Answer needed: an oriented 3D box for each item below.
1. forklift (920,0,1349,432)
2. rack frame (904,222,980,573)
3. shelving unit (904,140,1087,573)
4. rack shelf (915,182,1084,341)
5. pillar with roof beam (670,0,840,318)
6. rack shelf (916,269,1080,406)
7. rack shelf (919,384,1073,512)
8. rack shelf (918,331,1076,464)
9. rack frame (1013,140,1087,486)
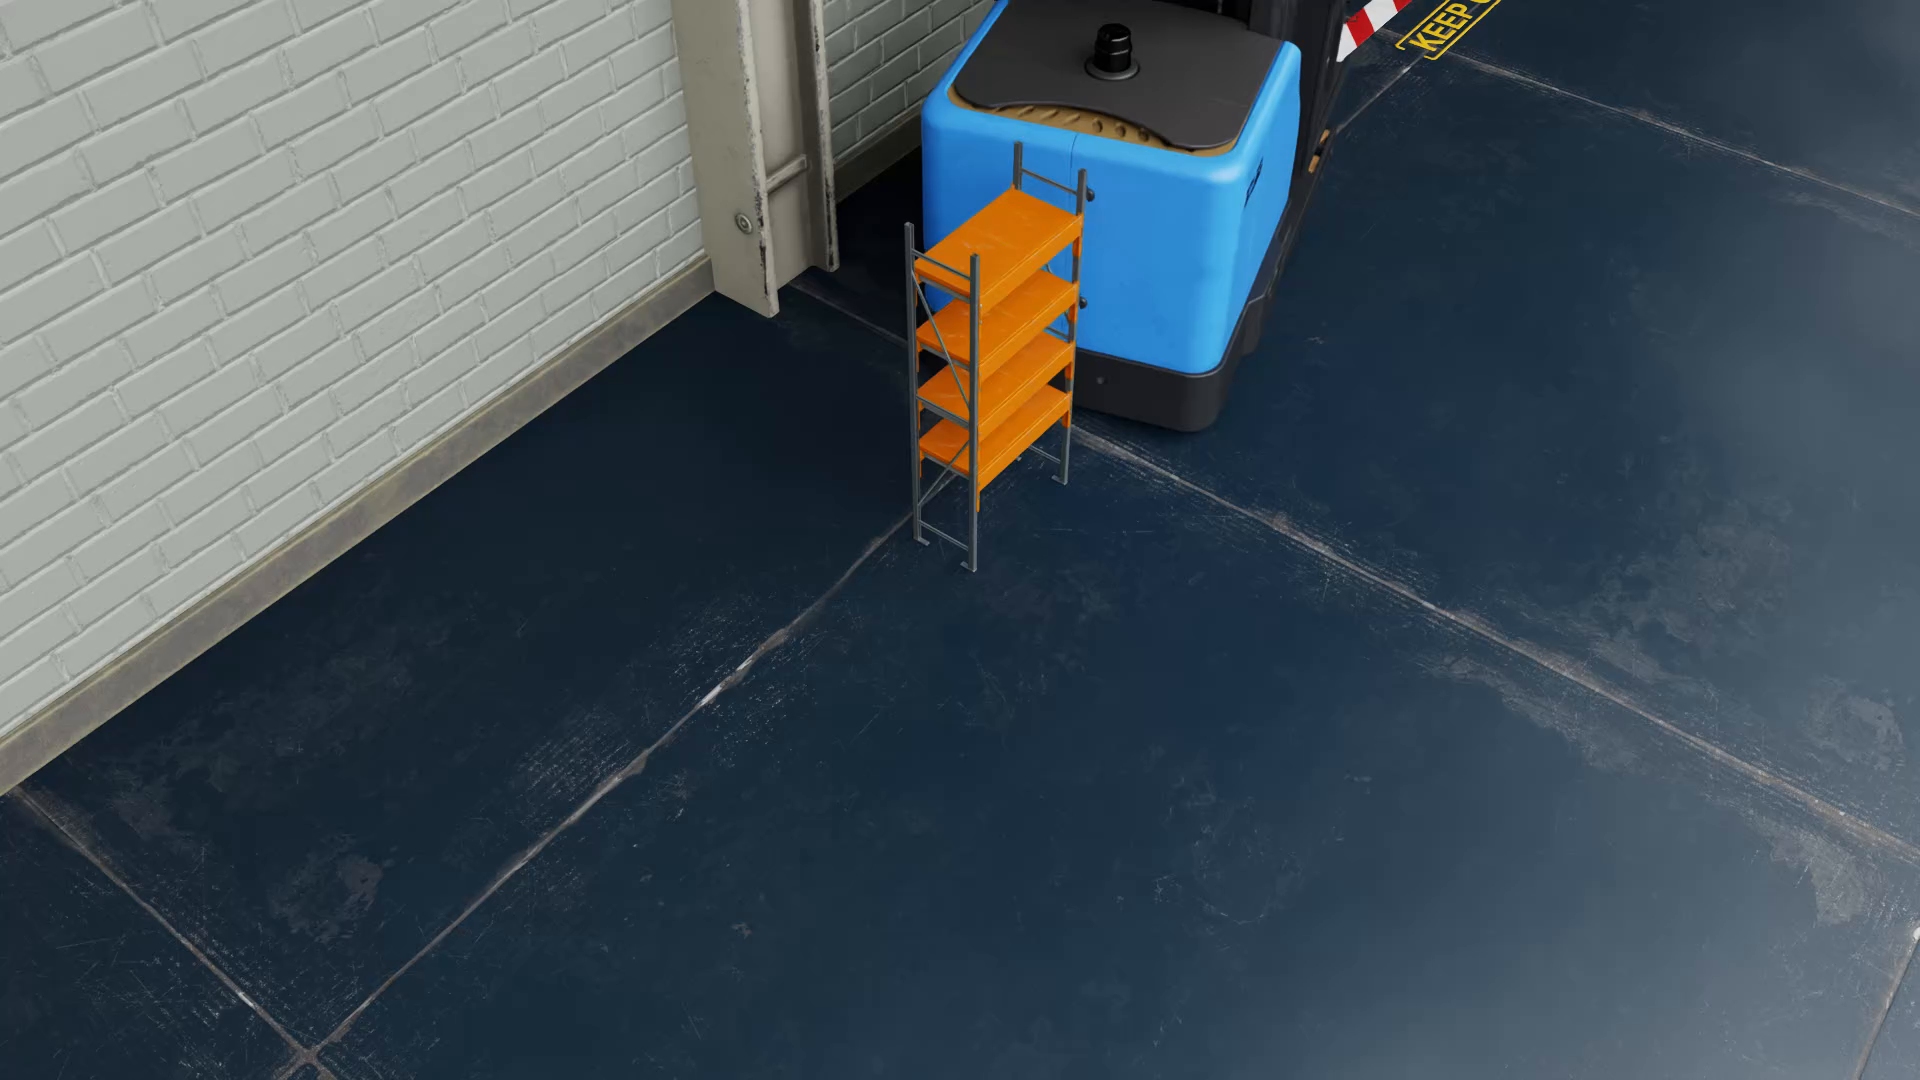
[{"bbox_3d":[0.859,-2.456,5.569,1.130,2.935,3.031,15,48,14],"label":"forklift"},{"bbox_3d":[-0.048,-0.370,4.773,0.240,1.200,0.015,29,53,25],"label":"rack frame"},{"bbox_3d":[0.101,-0.509,4.907,0.258,1.200,0.503,29,53,25],"label":"shelving unit"},{"bbox_3d":[0.101,-0.781,4.622,0.258,0.148,0.480,29,53,25],"label":"rack shelf"},{"bbox_3d":[2.718,-2.189,1.118,9.100,9.000,0.400,29,53,25],"label":"pillar with roof beam"},{"bbox_3d":[0.101,-0.617,4.794,0.258,0.148,0.480,29,53,25],"label":"rack shelf"},{"bbox_3d":[0.101,-0.326,5.099,0.258,0.148,0.480,29,53,25],"label":"rack shelf"},{"bbox_3d":[0.101,-0.463,4.955,0.258,0.148,0.480,29,53,25],"label":"rack shelf"},{"bbox_3d":[0.250,-0.649,5.040,0.240,1.200,0.015,29,53,25],"label":"rack frame"}]
